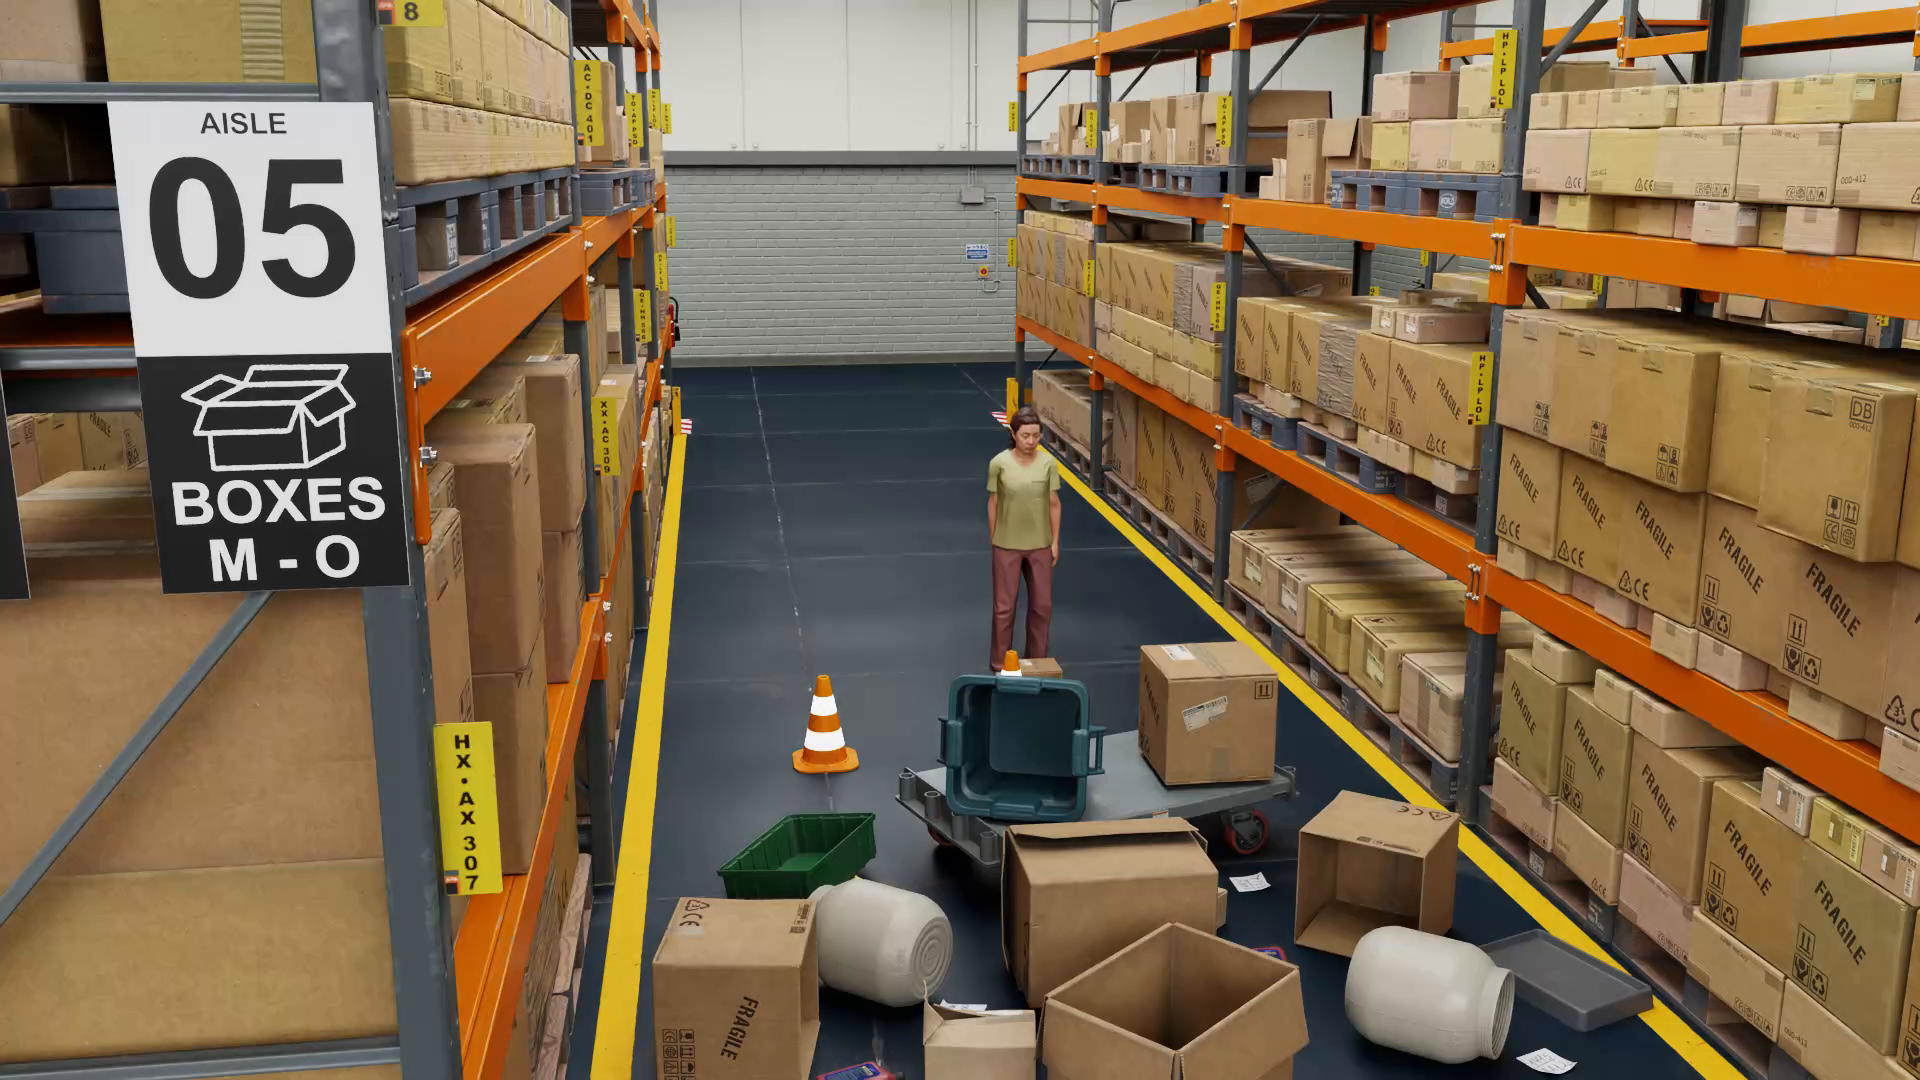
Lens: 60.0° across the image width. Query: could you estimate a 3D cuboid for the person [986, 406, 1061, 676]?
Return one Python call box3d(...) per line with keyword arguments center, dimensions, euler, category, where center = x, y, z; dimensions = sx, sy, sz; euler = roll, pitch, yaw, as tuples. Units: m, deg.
box3d(center=(0.380, 0.038, 9.845), dimensions=(0.445, 1.673, 0.363), euler=(-2, 13, -7), category="person")
